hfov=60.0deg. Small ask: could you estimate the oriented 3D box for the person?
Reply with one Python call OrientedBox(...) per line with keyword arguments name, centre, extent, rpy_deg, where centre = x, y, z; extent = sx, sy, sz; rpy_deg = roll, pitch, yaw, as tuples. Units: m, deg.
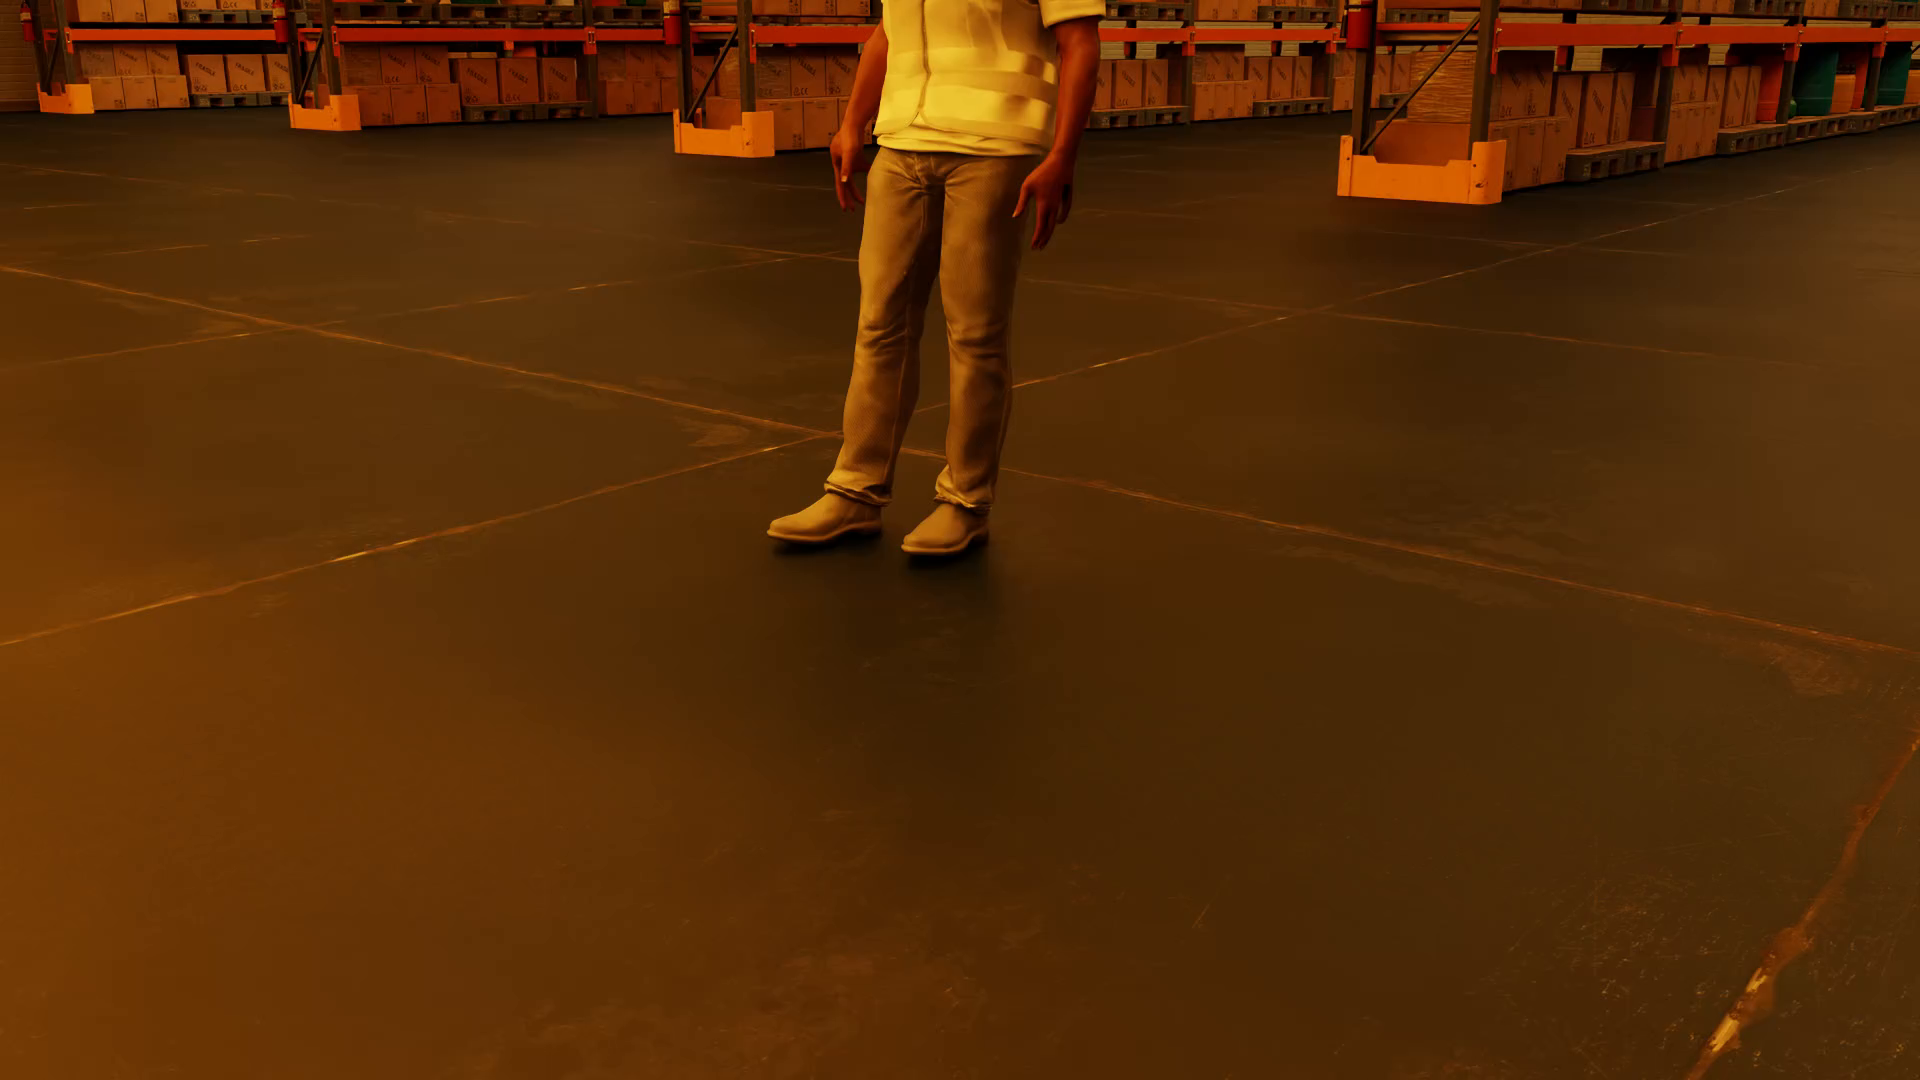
OrientedBox(name="person", centre=(-0.049, -0.837, 3.635), extent=(0.665, 1.768, 0.575), rpy_deg=(13, 21, 37))
